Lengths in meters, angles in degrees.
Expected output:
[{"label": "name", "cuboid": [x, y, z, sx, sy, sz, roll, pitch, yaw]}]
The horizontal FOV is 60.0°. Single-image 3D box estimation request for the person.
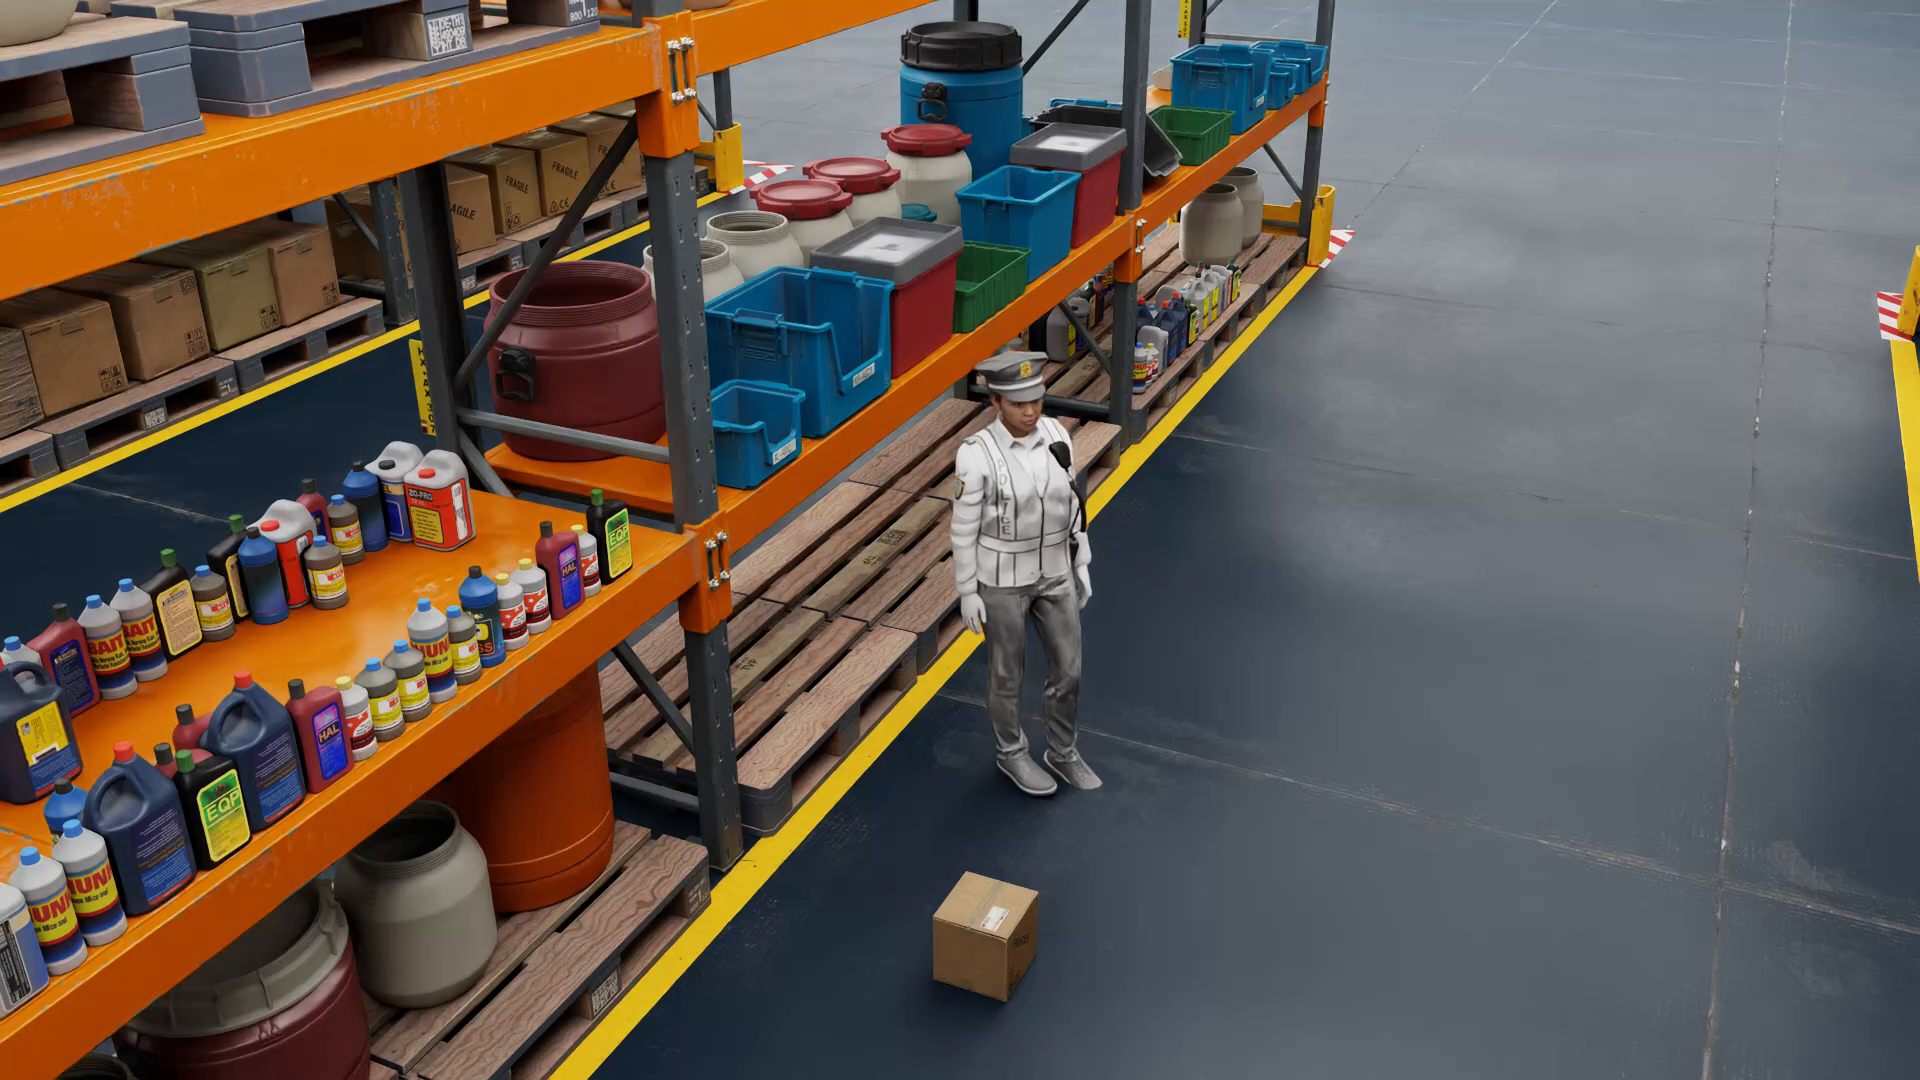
[{"label": "person", "cuboid": [0.268, 0.191, 5.753, 0.528, 1.730, 0.460, -12, 29, -23]}]
